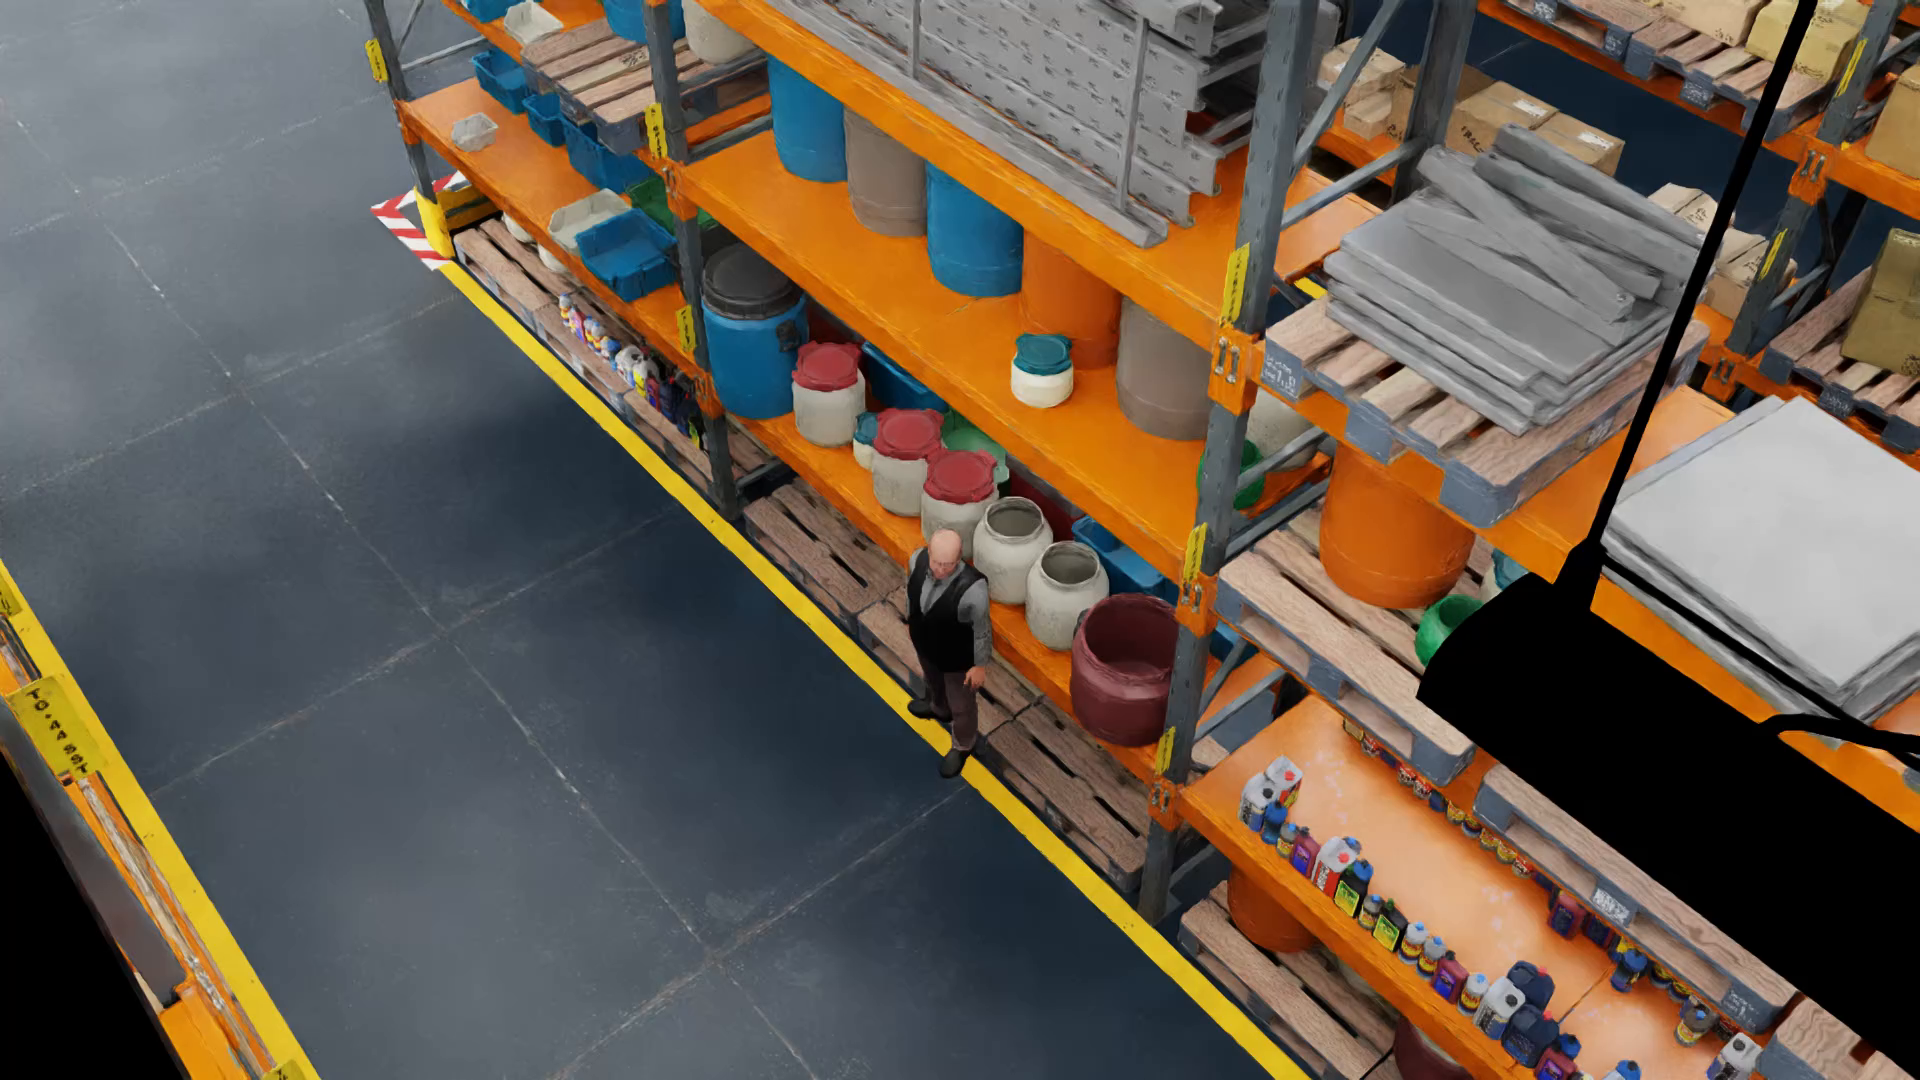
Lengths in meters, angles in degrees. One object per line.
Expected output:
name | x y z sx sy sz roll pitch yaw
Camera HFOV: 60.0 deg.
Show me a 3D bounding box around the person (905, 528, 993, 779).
person | -0.098 0.548 8.873 0.390 1.720 0.627 -36 56 -29
